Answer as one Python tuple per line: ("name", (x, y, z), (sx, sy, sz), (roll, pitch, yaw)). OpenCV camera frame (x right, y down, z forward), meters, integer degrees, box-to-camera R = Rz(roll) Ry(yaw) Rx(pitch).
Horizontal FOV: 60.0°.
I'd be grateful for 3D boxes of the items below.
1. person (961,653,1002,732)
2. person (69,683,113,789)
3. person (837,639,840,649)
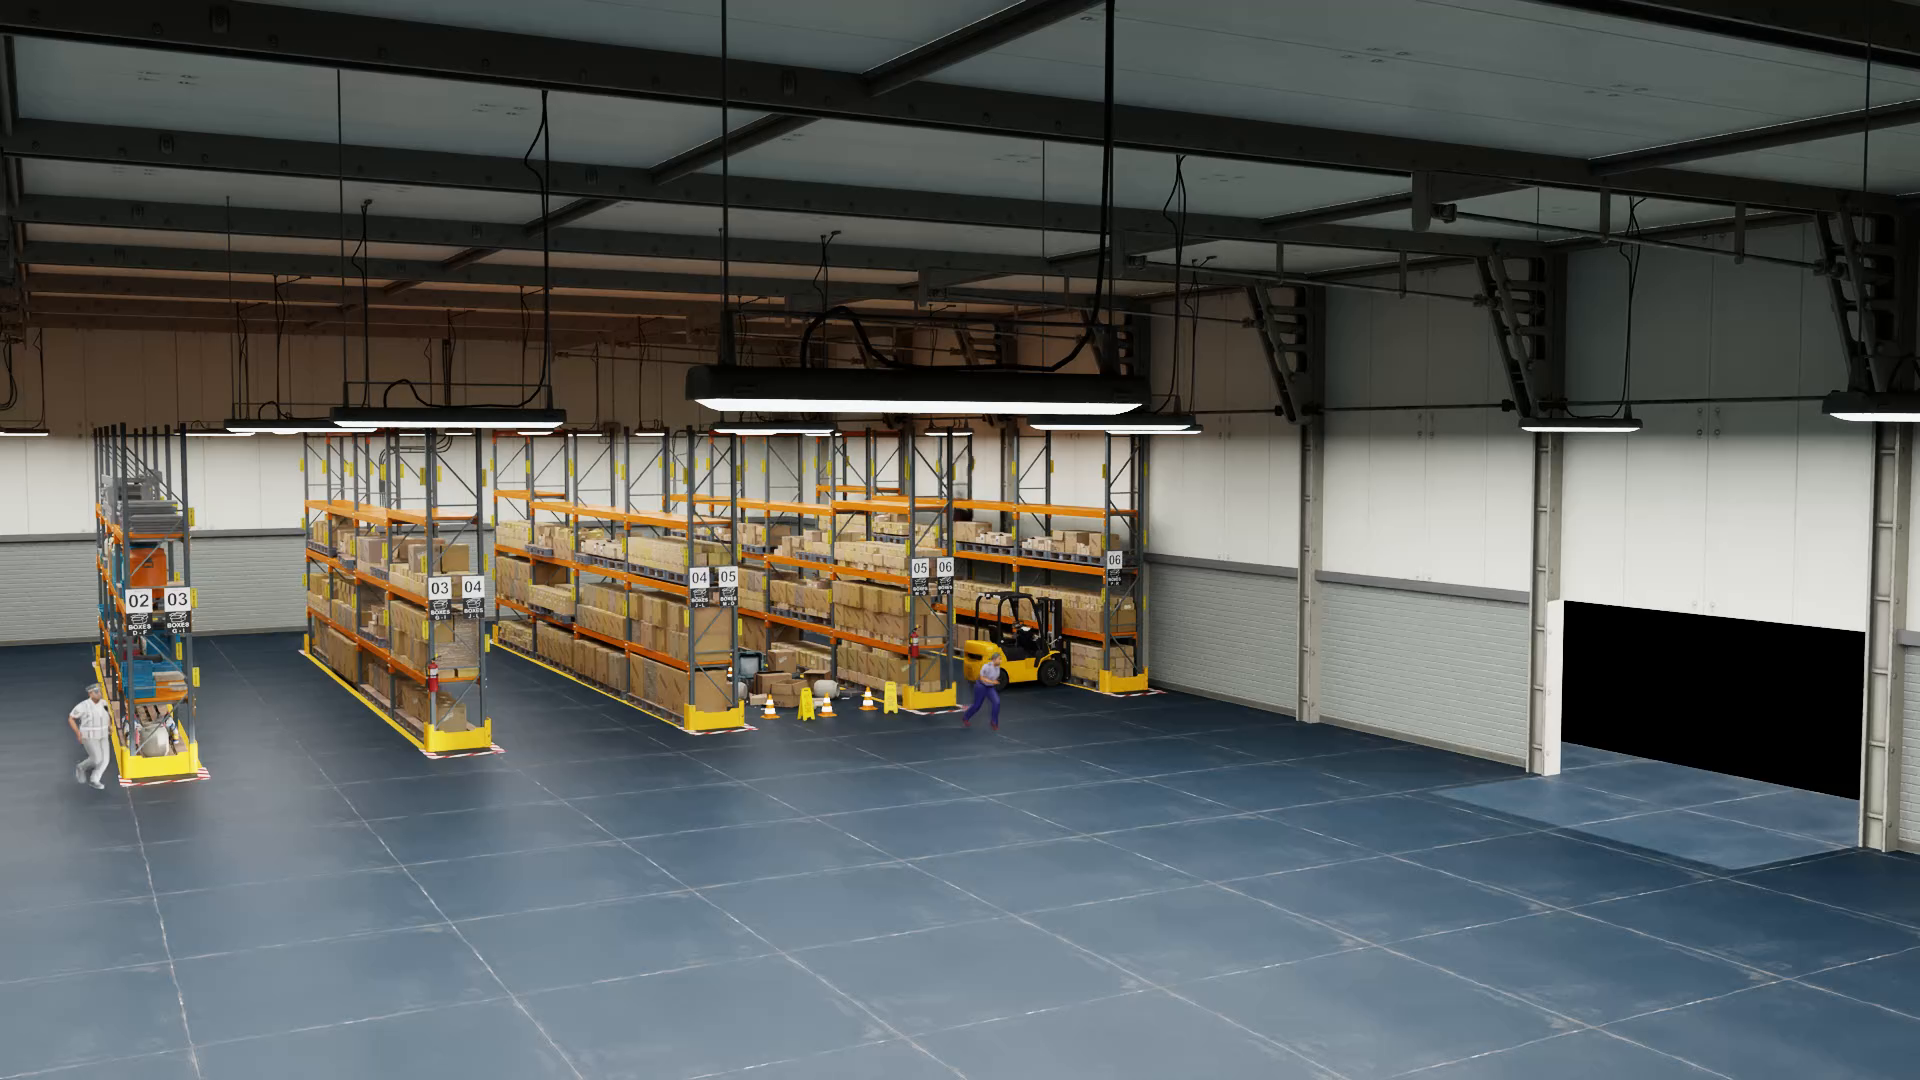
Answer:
("person", (0.441, 2.998, 32.775), (0.951, 1.595, 0.648), (3, 4, 37))
("person", (-14.186, 3.211, 27.282), (0.615, 1.741, 0.667), (2, 4, 27))
("person", (-3.260, 2.321, 43.403), (0.572, 1.567, 0.477), (-3, 4, -38))
